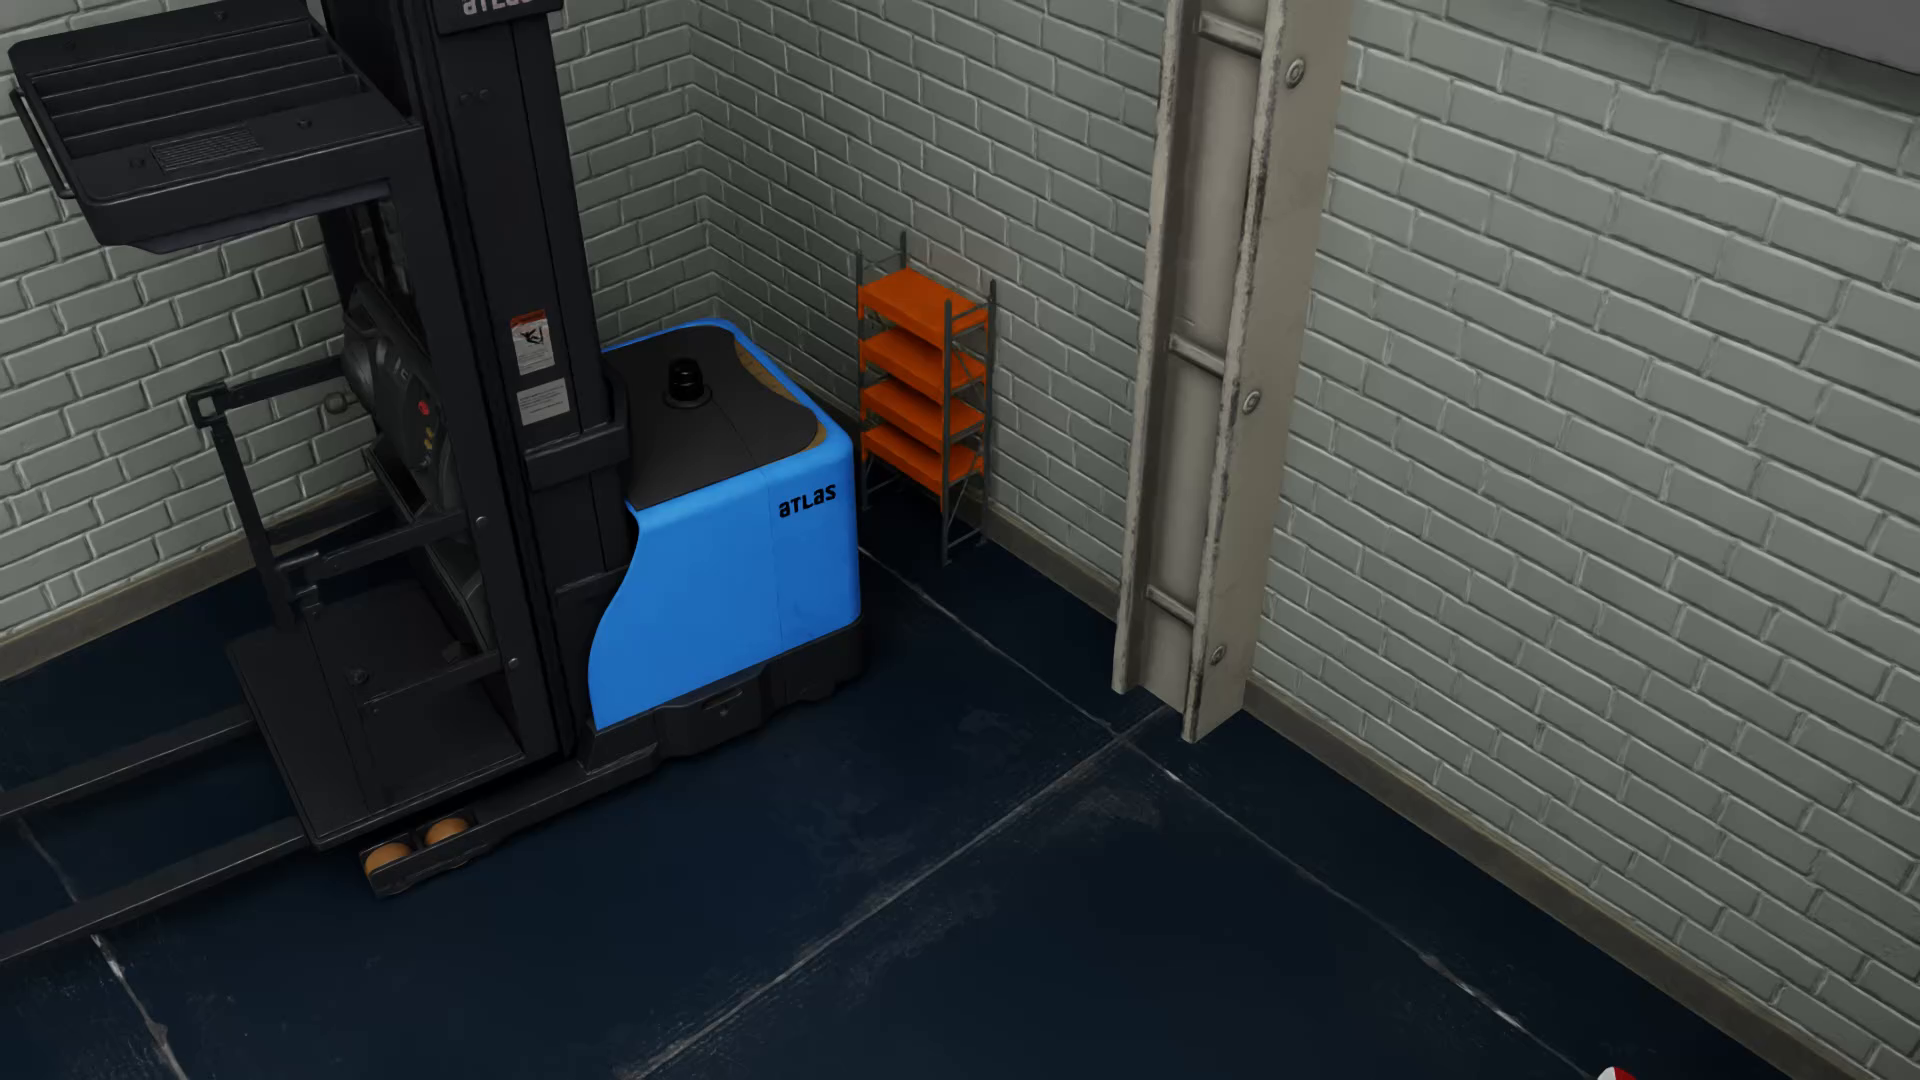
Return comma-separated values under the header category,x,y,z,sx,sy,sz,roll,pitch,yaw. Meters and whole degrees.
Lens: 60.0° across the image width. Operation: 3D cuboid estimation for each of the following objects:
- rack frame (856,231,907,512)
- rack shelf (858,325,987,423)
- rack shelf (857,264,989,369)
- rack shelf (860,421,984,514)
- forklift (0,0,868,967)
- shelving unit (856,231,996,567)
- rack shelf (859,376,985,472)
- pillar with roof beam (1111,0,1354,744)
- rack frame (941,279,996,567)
category,x,y,z,sx,sy,sz,roll,pitch,yaw
rack frame,-0.305,-0.642,6.584,0.240,1.200,0.015,-29,47,-33
rack shelf,-0.135,-0.653,6.349,0.258,0.148,0.480,-29,47,-33
rack shelf,-0.131,-0.839,6.204,0.258,0.148,0.480,-29,47,-33
rack shelf,-0.143,-0.320,6.609,0.258,0.148,0.480,-29,47,-33
forklift,-1.853,-0.384,4.893,3.031,2.935,1.130,-22,44,-25
shelving unit,-0.138,-0.530,6.446,0.258,1.200,0.503,-29,47,-33
rack shelf,-0.140,-0.477,6.487,0.258,0.148,0.480,-29,47,-33
pillar with roof beam,-2.375,-1.107,0.959,9.100,9.000,0.400,-30,48,-32
rack frame,0.028,-0.418,6.307,0.240,1.200,0.015,-29,47,-33
